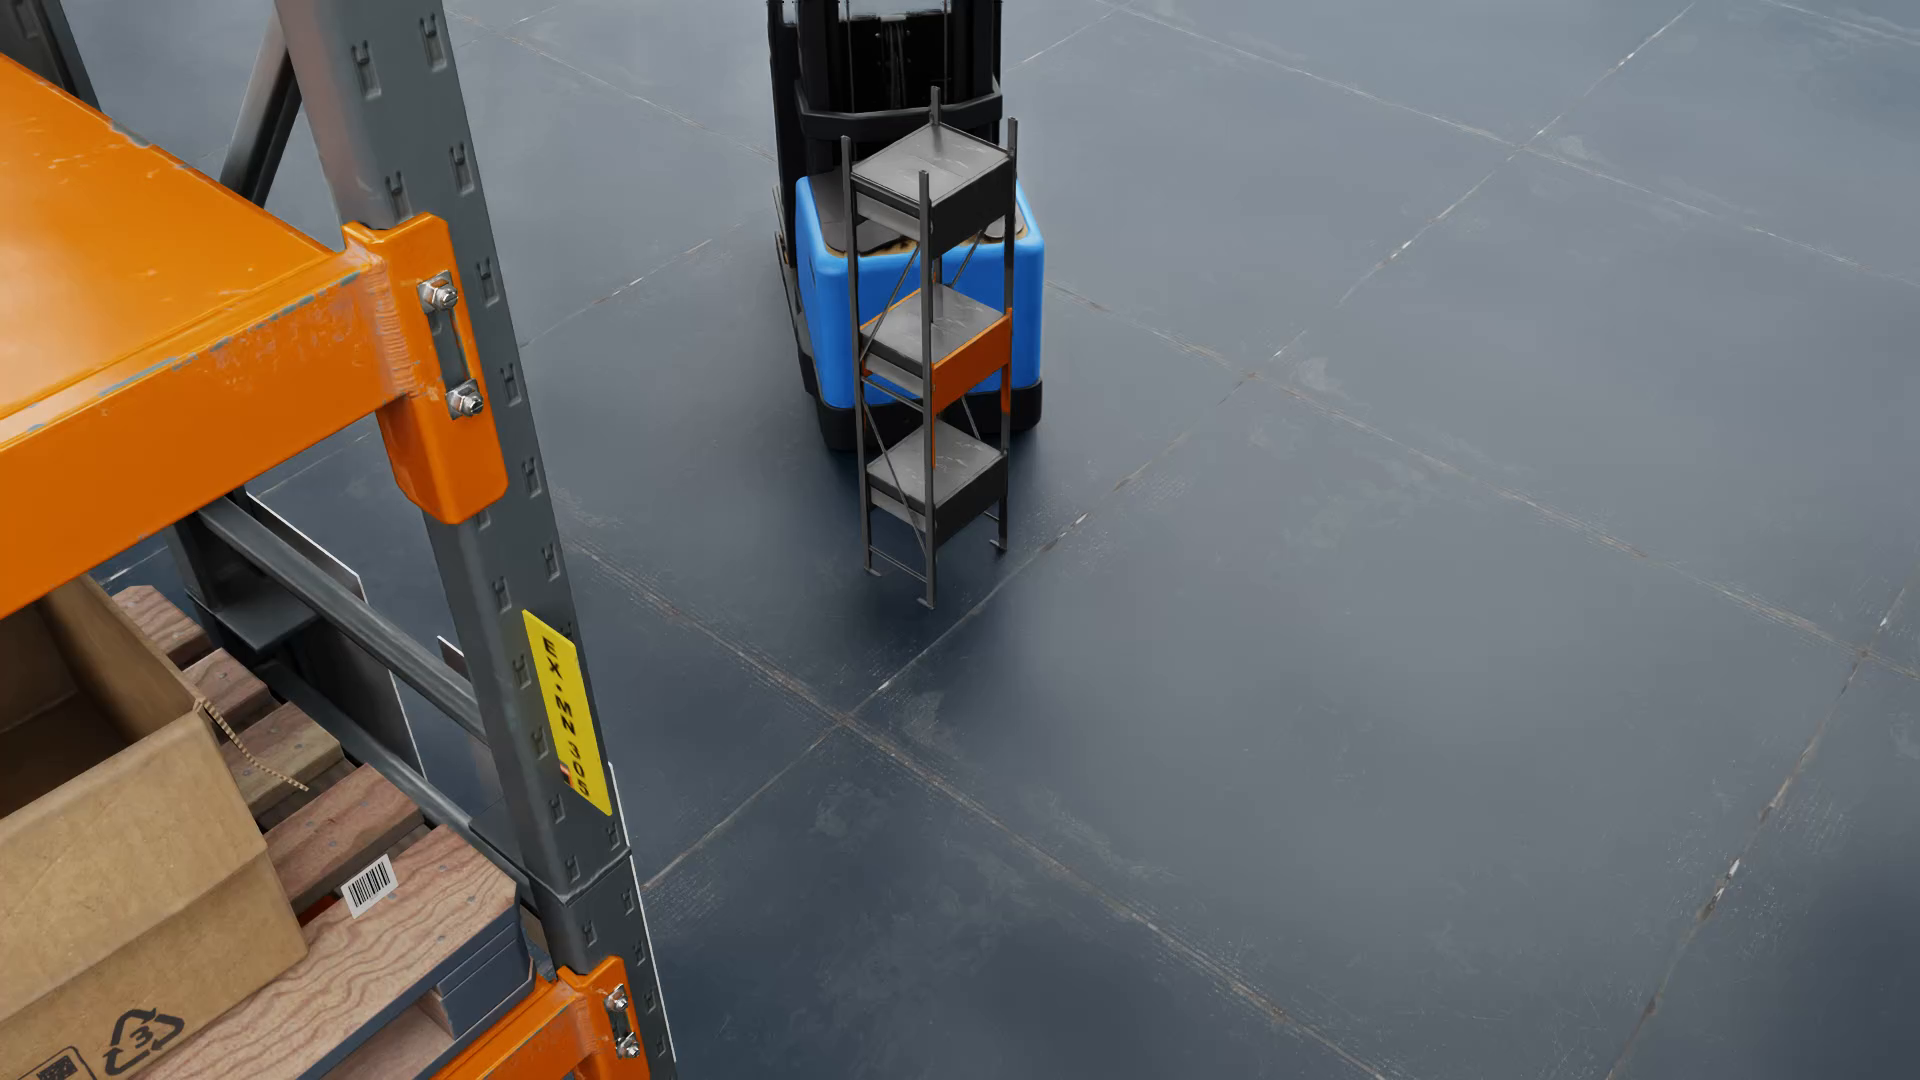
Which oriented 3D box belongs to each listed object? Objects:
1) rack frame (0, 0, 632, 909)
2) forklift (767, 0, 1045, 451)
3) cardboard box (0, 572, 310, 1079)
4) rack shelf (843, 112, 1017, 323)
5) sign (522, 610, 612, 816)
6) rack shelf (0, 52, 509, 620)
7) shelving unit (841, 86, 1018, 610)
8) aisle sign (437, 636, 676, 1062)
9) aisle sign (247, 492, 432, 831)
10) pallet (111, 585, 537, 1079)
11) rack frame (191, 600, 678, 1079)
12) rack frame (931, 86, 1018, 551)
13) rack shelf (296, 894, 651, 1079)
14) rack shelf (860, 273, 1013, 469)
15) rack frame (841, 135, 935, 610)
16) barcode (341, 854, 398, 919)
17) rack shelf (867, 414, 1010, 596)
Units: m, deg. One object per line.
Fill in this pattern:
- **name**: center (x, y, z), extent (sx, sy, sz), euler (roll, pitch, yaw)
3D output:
- **rack frame**: center (-0.908, -0.828, 1.654), extent (1.000, 3.000, 0.127), euler (29, 50, 28)
- **forklift**: center (-0.395, -2.504, 8.008), extent (1.130, 2.935, 3.031), euler (-7, 43, -8)
- **cardboard box**: center (-1.281, 0.330, 2.117), extent (0.797, 0.503, 0.637), euler (33, 52, 31)
- **rack shelf**: center (-0.107, -1.199, 6.170), extent (0.431, 0.518, 0.480), euler (29, 50, 28)
- **sign**: center (-0.502, 0.225, 2.126), extent (0.100, 0.325, 0.005), euler (29, 50, 28)
- **rack shelf**: center (-2.196, 0.616, 0.898), extent (1.077, 0.370, 4.000), euler (29, 50, 28)
- **shelving unit**: center (-0.107, -0.692, 6.632), extent (0.431, 2.100, 0.503), euler (29, 50, 28)
- **aisle sign**: center (-0.641, 0.523, 2.695), extent (0.394, 0.787, 0.004), euler (29, 50, 28)
- **aisle sign**: center (-1.101, 0.263, 2.981), extent (0.394, 0.787, 0.004), euler (29, 50, 28)
- **pallet**: center (-1.383, 0.667, 2.305), extent (1.003, 0.211, 1.213), euler (29, 50, 28)
- **rack frame**: center (-0.908, 1.391, 3.673), extent (1.000, 3.000, 0.127), euler (29, 50, 28)
- **rack frame**: center (0.050, -0.817, 6.770), extent (0.400, 2.100, 0.015), euler (29, 50, 28)
- **rack shelf**: center (-2.196, 1.577, 1.773), extent (1.077, 0.370, 4.000), euler (29, 50, 28)
- **rack shelf**: center (-0.107, -0.682, 6.641), extent (0.431, 0.518, 0.480), euler (29, 50, 28)
- **rack frame**: center (-0.264, -0.566, 6.494), extent (0.400, 2.100, 0.015), euler (29, 50, 28)
- **barcode**: center (-0.733, 0.431, 2.068), extent (0.001, 0.075, 0.075), euler (29, 50, 28)
- **rack shelf**: center (-0.107, -0.164, 7.112), extent (0.431, 0.518, 0.480), euler (29, 50, 28)
